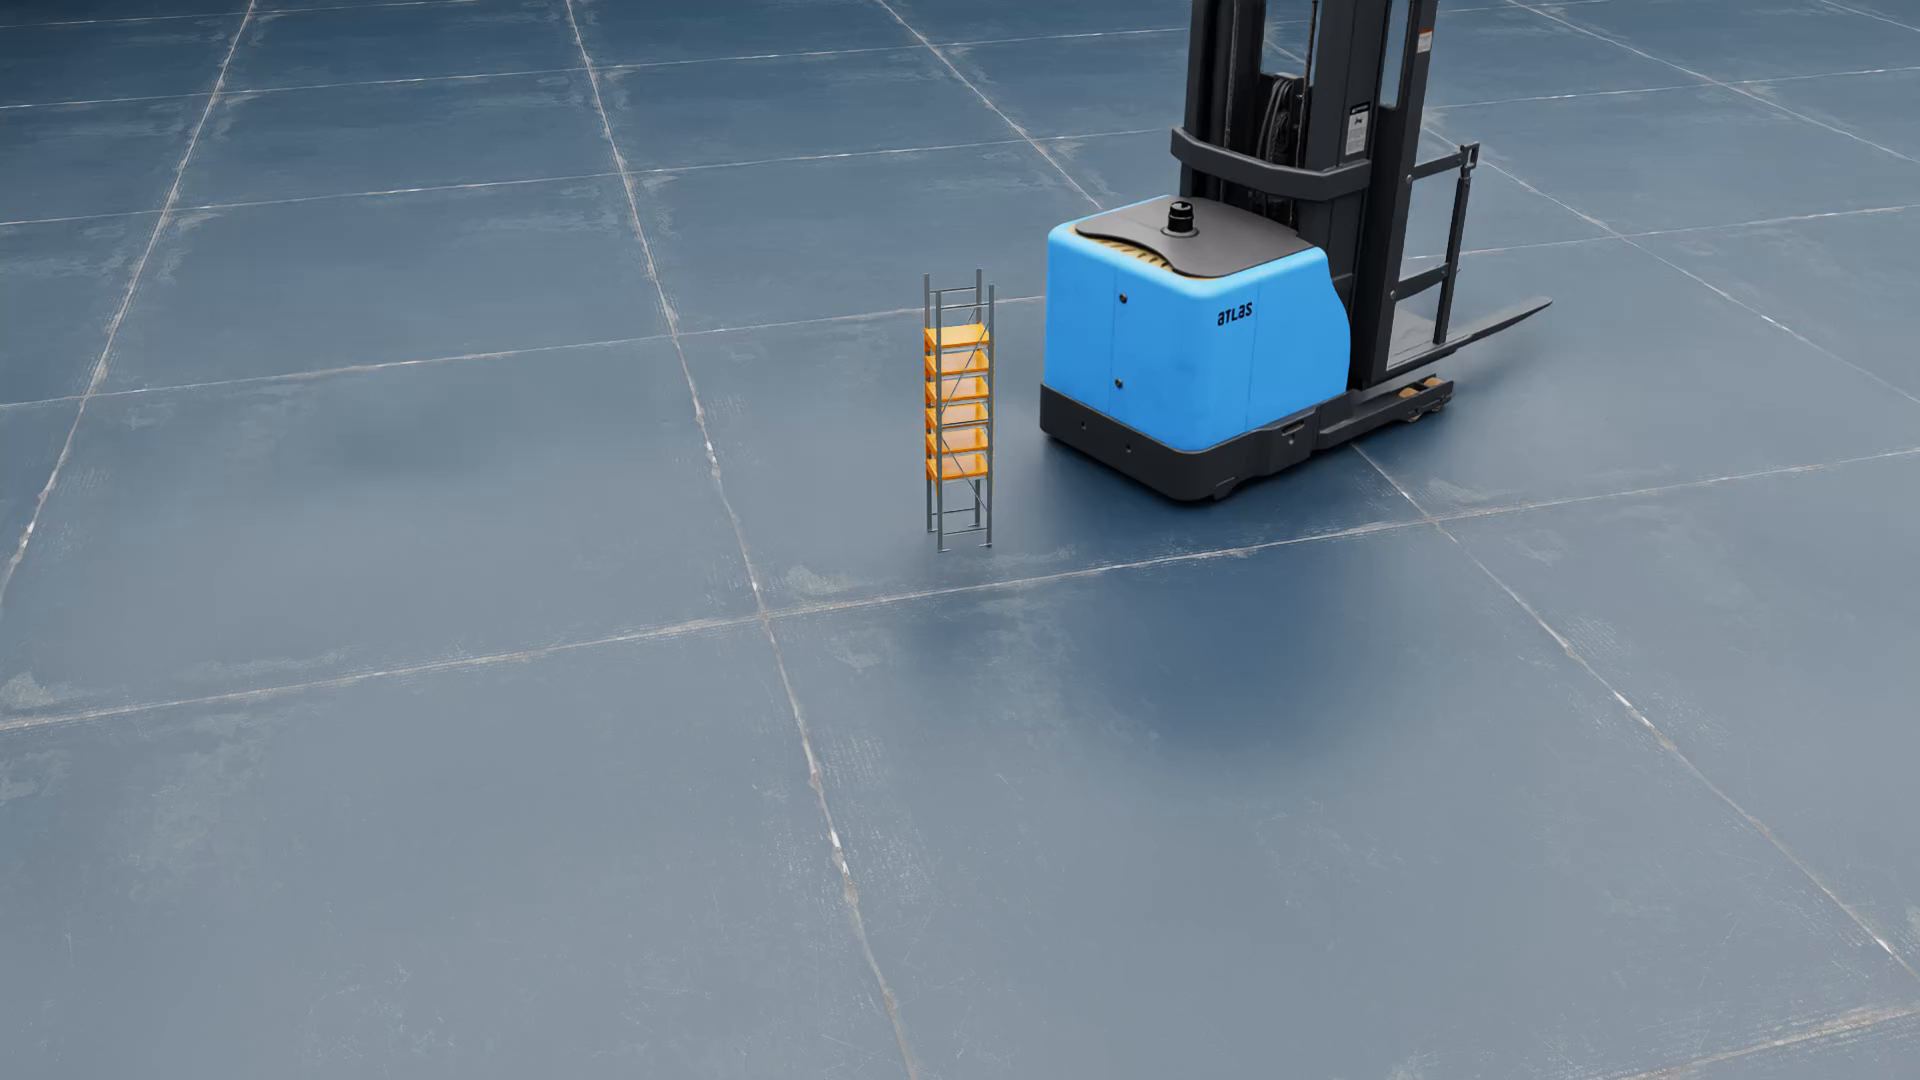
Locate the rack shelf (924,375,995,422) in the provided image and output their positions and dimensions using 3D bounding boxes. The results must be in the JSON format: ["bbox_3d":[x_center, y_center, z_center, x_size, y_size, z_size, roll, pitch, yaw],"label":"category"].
[{"bbox_3d":[-0.004,-0.592,6.924,0.258,0.103,0.180,-8,31,-13],"label":"rack shelf"}]

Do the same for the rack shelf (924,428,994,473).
[{"bbox_3d":[-0.004,-0.384,7.044,0.258,0.103,0.180,-8,31,-13],"label":"rack shelf"}]

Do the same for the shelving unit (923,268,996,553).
[{"bbox_3d":[-0.004,-0.526,6.962,0.258,1.200,0.189,-8,31,-13],"label":"shelving unit"}]

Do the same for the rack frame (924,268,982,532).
[{"bbox_3d":[-0.028,-0.570,7.038,0.240,1.200,0.006,-8,31,-13],"label":"rack frame"}]

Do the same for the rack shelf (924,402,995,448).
[{"bbox_3d":[-0.004,-0.488,6.984,0.258,0.103,0.180,-8,31,-13],"label":"rack shelf"}]

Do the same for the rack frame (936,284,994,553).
[{"bbox_3d":[0.020,-0.482,6.885,0.240,1.200,0.006,-8,31,-13],"label":"rack frame"}]

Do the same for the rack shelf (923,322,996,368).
[{"bbox_3d":[-0.004,-0.799,6.803,0.258,0.103,0.180,-8,31,-13],"label":"rack shelf"}]

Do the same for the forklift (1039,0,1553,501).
[{"bbox_3d":[1.850,-2.039,7.847,3.031,2.935,1.130,-22,37,-33],"label":"forklift"}]

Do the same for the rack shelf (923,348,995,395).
[{"bbox_3d":[-0.004,-0.696,6.864,0.258,0.103,0.180,-8,31,-13],"label":"rack shelf"}]

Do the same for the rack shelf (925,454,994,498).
[{"bbox_3d":[-0.004,-0.280,7.104,0.258,0.103,0.180,-8,31,-13],"label":"rack shelf"}]
